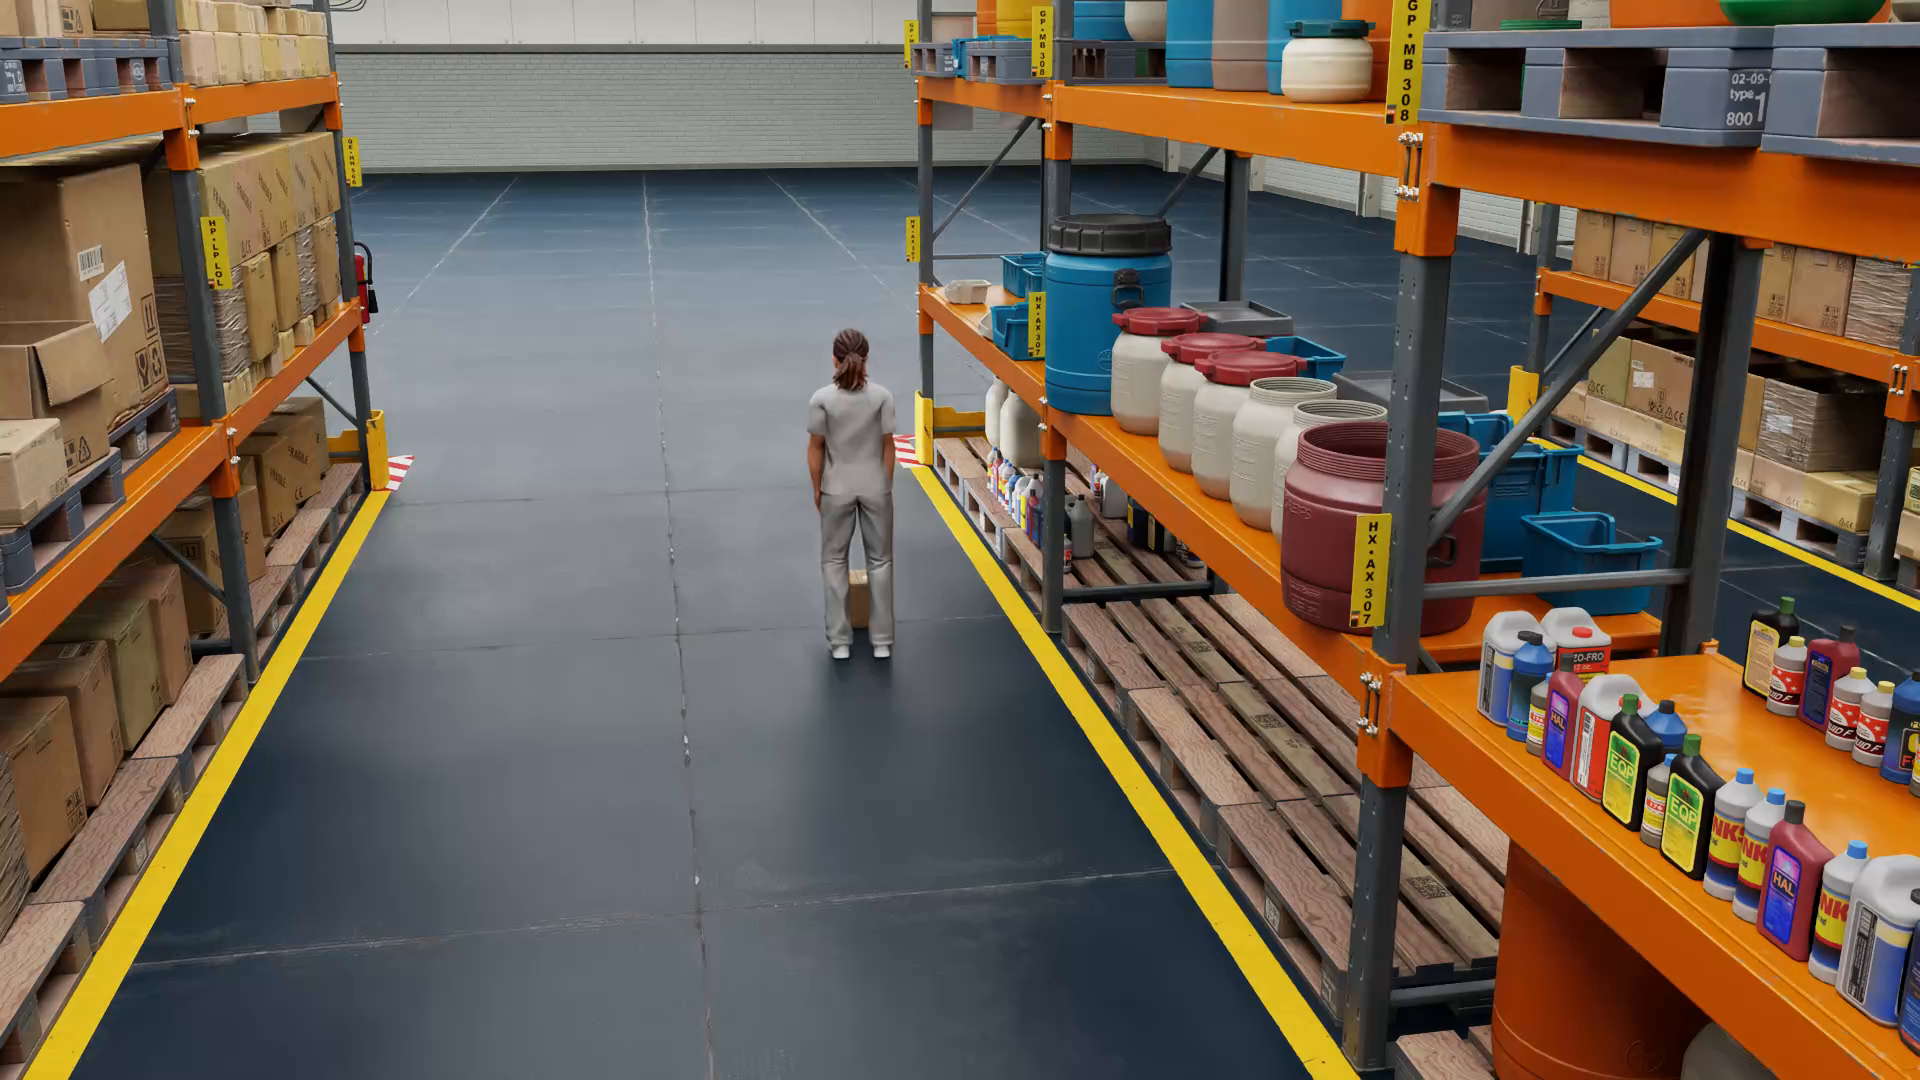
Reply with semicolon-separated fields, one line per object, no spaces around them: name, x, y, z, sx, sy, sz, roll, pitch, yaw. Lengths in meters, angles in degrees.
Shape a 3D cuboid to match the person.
person;-0.535;-0.219;8.311;0.447;1.665;0.354;-1;16;-5
